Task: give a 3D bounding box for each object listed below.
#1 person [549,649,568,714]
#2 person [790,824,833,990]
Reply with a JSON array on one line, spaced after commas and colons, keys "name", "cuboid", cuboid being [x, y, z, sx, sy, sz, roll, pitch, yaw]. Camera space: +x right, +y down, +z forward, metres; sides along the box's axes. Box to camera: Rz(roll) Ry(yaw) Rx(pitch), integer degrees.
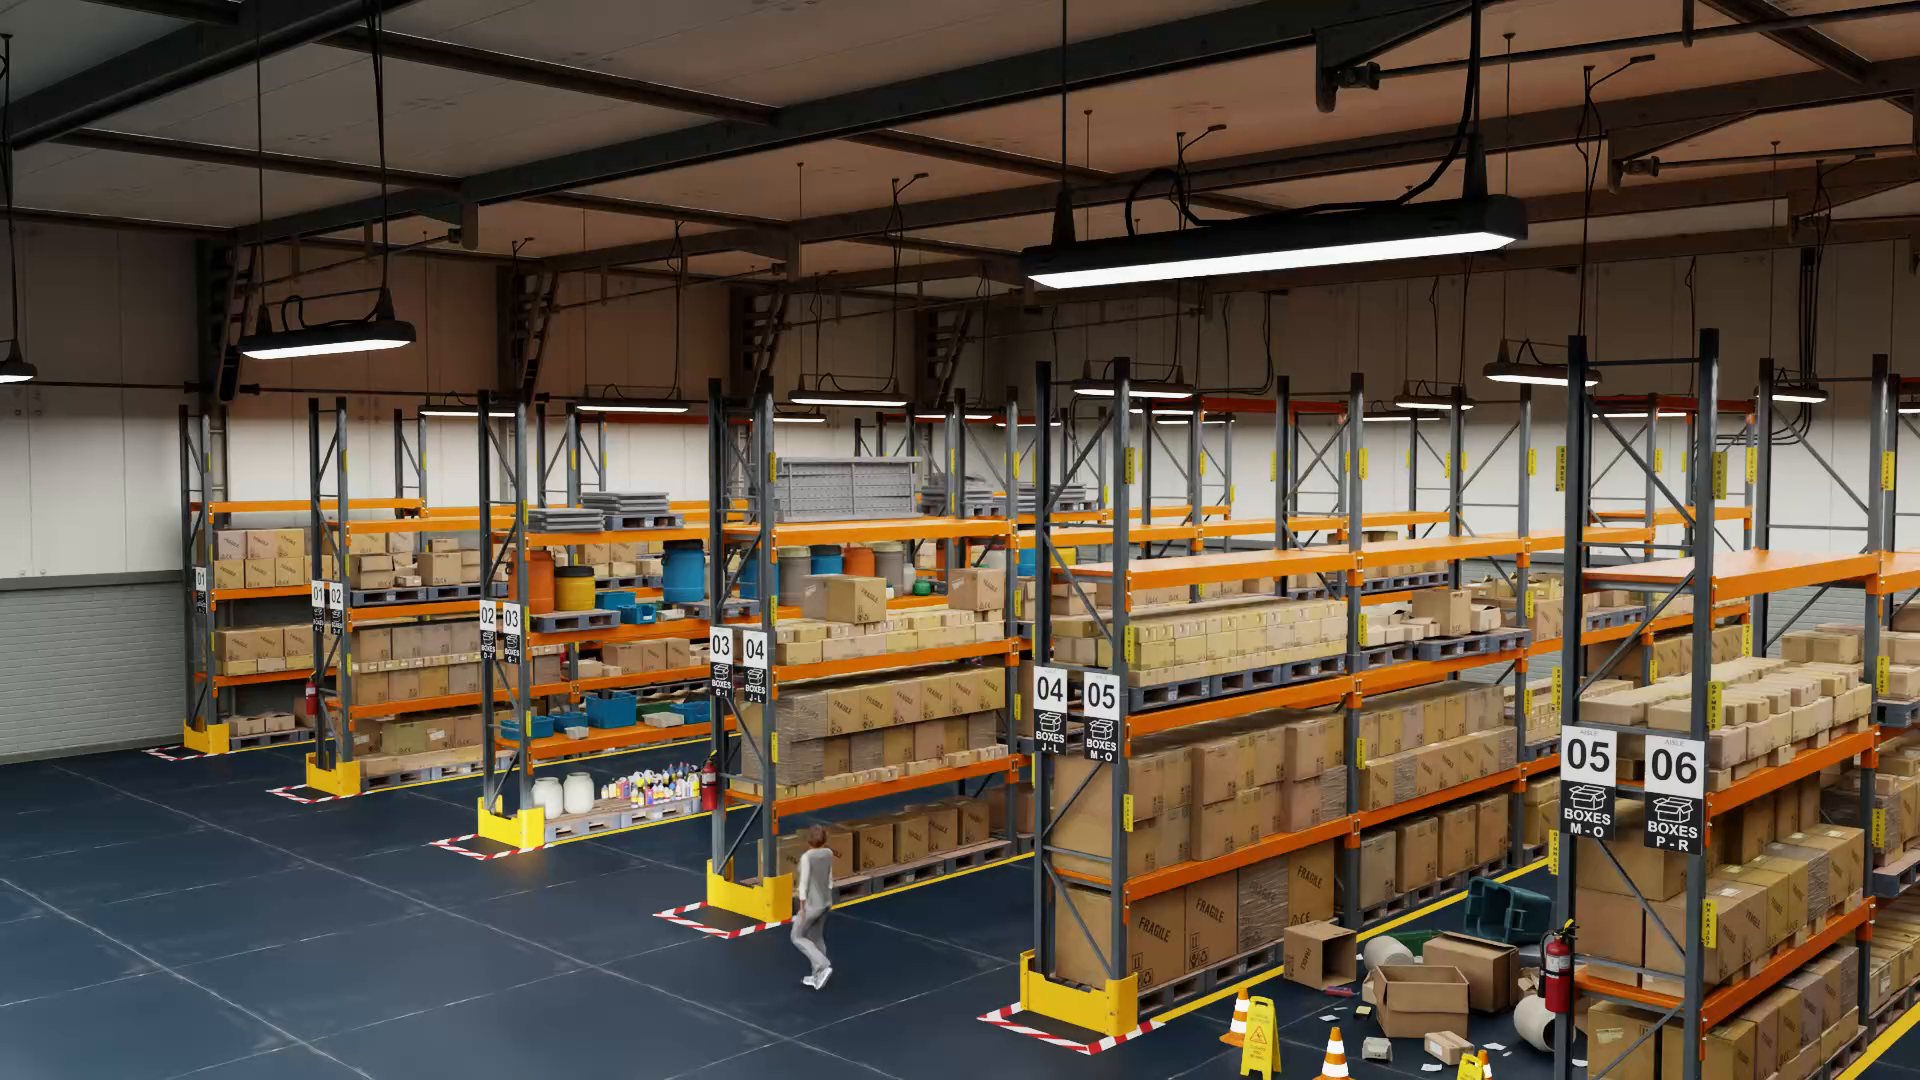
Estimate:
[{"name": "person", "cuboid": [-7.707, 2.685, 31.620, 0.612, 1.825, 0.393, -3, 4, -43]}, {"name": "person", "cuboid": [-1.396, 3.513, 15.942, 0.419, 1.592, 0.446, 1, 3, 19]}]
